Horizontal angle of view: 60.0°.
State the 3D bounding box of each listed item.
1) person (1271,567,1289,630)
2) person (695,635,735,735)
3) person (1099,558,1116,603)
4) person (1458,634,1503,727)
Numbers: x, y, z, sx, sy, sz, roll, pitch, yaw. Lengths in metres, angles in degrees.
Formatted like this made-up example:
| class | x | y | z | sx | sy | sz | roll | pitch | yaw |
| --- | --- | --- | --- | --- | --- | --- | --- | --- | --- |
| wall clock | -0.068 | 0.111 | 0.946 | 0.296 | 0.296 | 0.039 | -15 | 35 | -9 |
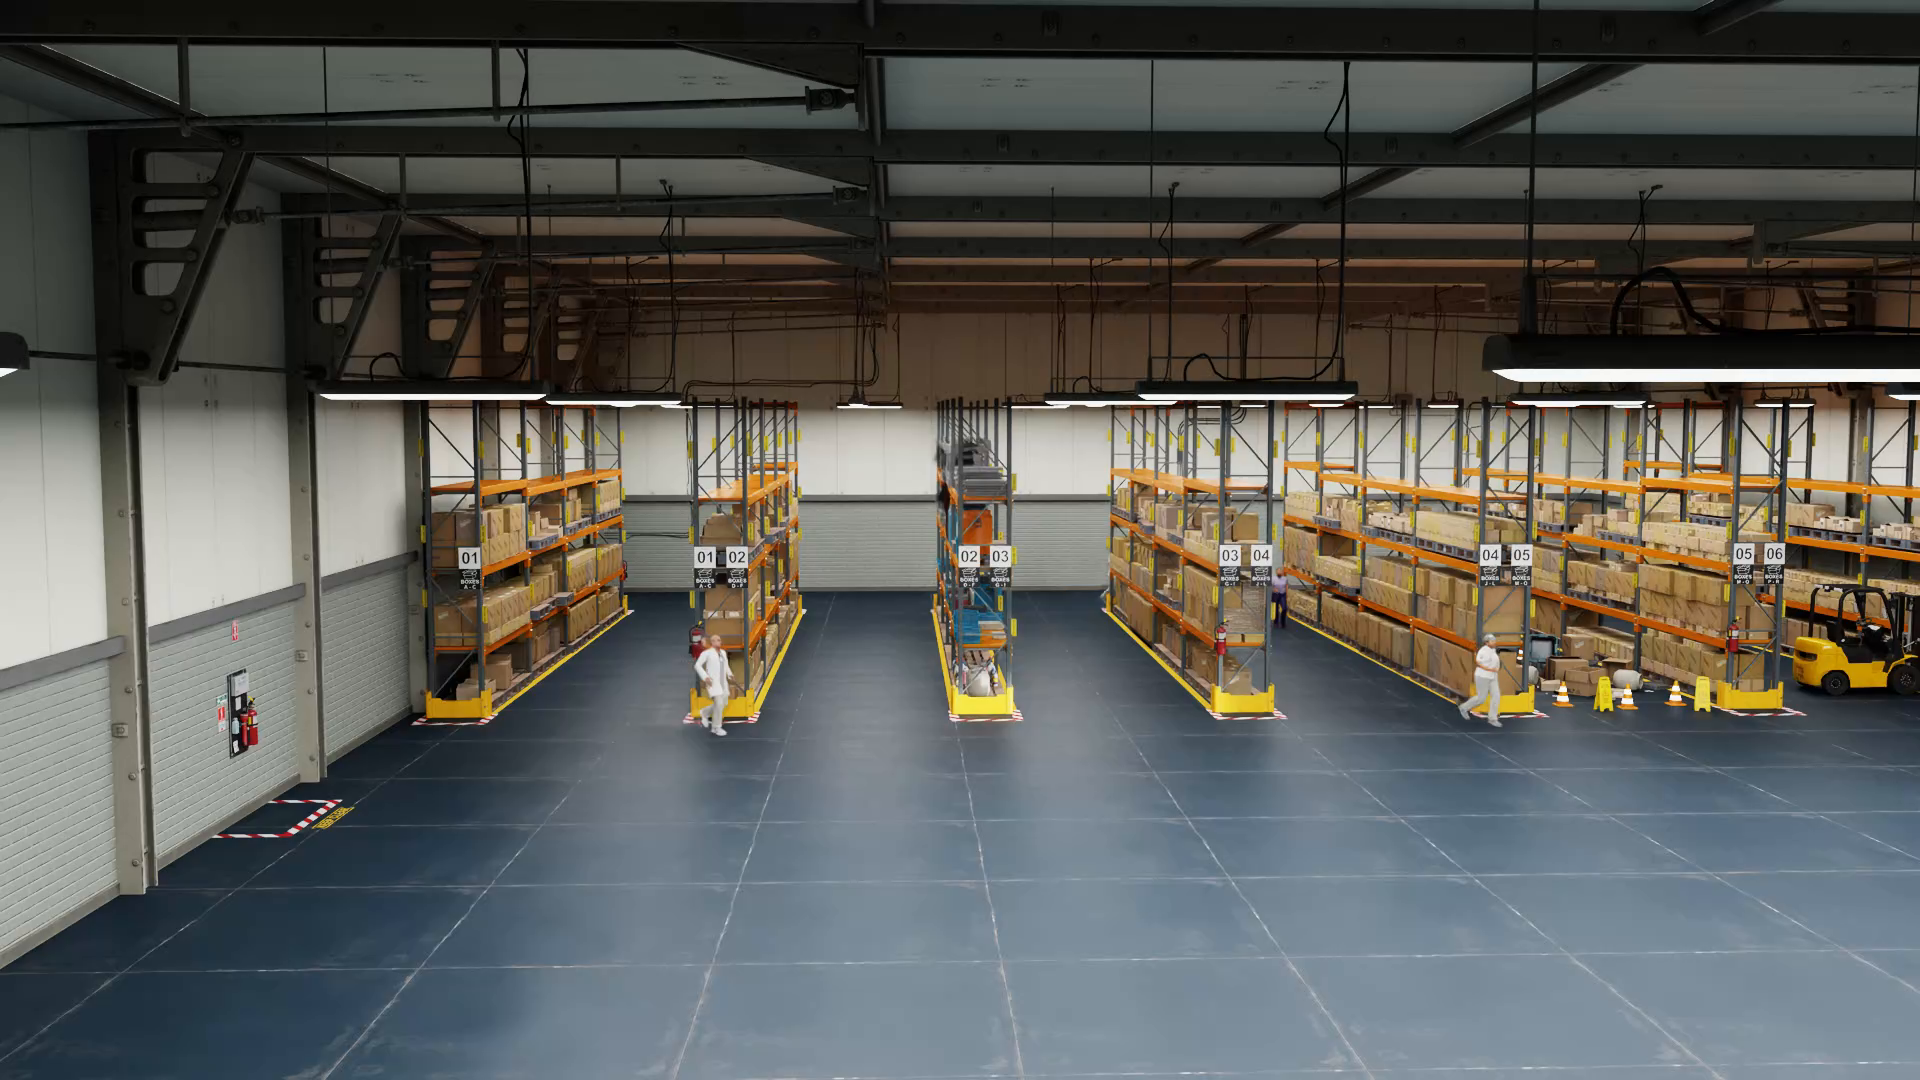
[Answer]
| class | x | y | z | sx | sy | sz | roll | pitch | yaw |
| --- | --- | --- | --- | --- | --- | --- | --- | --- | --- |
| person | 8.386 | 1.548 | 43.737 | 0.593 | 1.662 | 0.686 | 0 | 4 | 0 |
| person | -4.368 | 2.579 | 29.721 | 0.716 | 1.752 | 0.775 | 3 | 5 | 37 |
| person | 4.554 | 1.067 | 49.059 | 0.928 | 1.790 | 0.691 | 1 | 5 | 12 |
| person | 9.616 | 2.553 | 30.503 | 0.625 | 1.677 | 0.822 | -4 | 6 | -45 |
